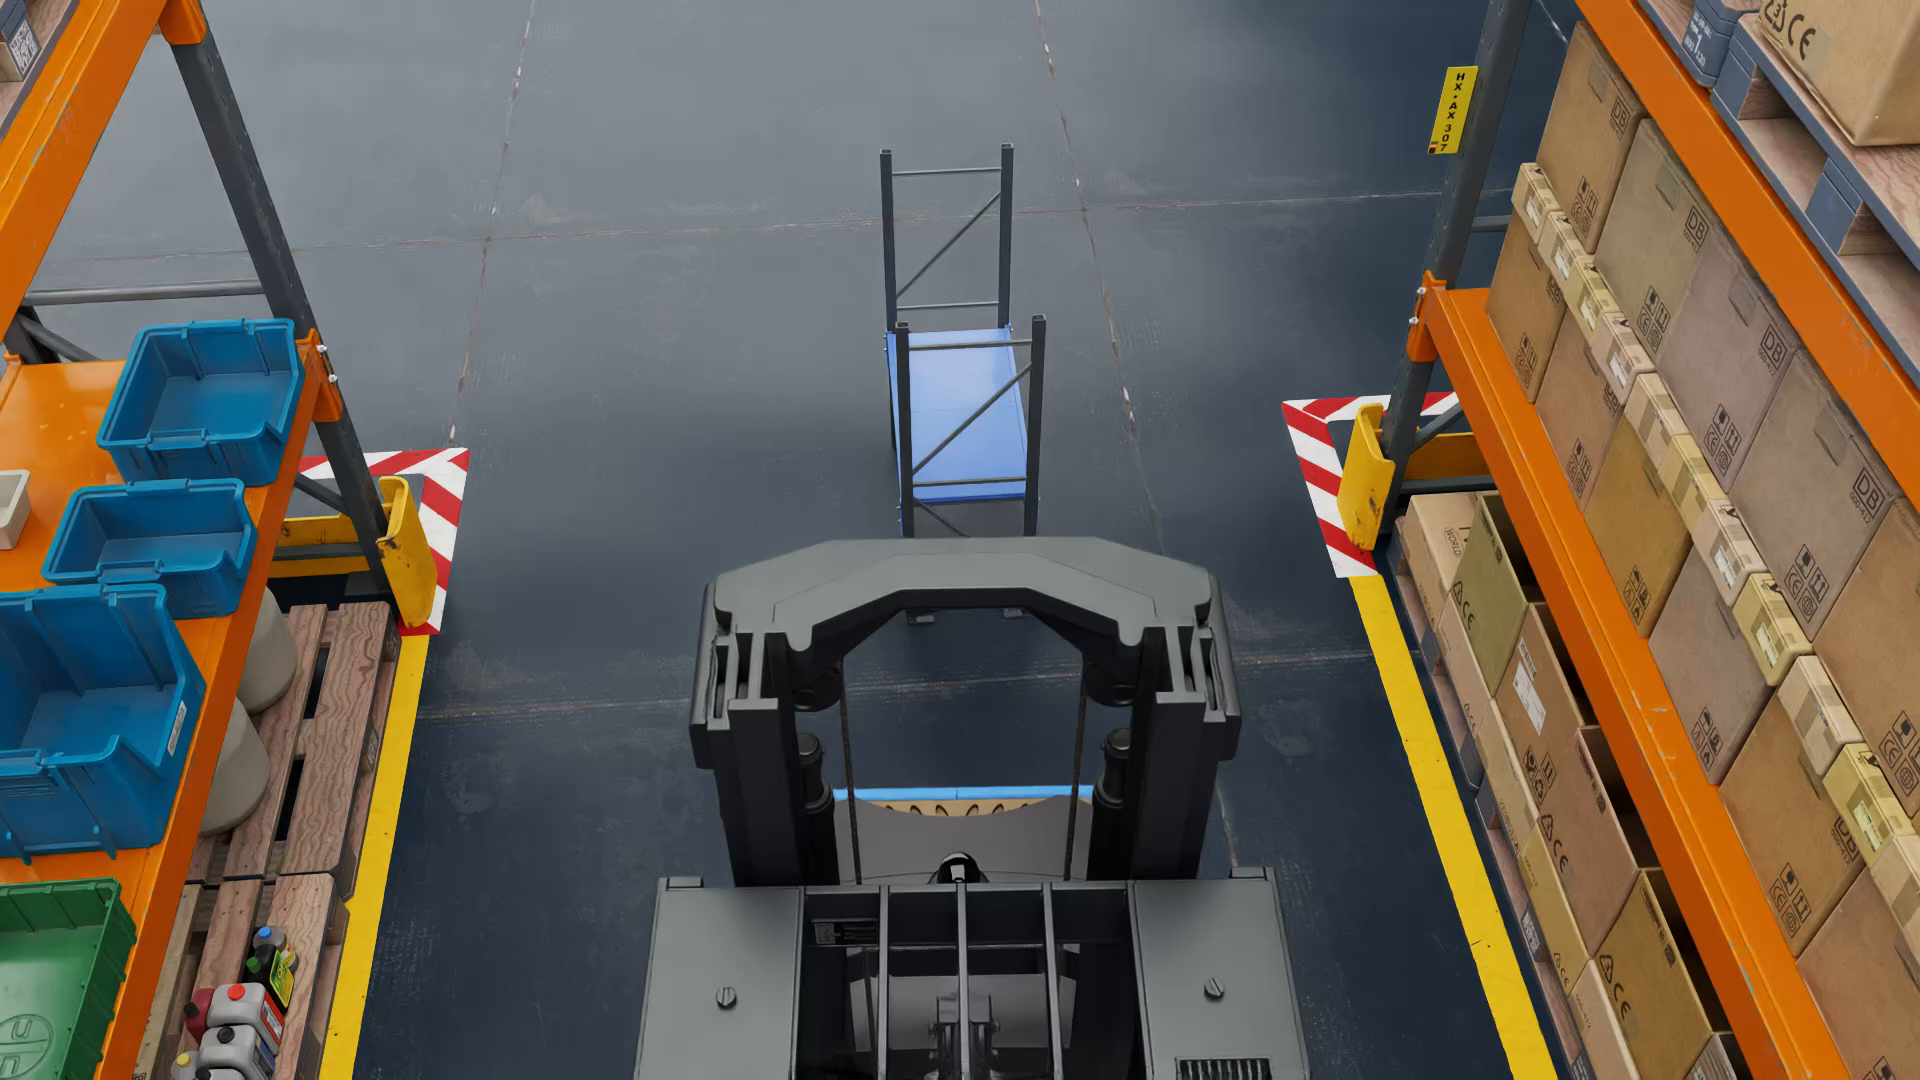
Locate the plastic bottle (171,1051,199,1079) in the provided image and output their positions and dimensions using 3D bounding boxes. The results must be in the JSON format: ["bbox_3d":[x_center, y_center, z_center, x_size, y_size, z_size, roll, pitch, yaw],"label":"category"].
[{"bbox_3d":[-2.275,1.589,4.940,0.097,0.201,0.097,0,47,0],"label":"plastic bottle"}]

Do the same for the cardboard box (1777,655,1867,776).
[{"bbox_3d":[2.182,0.406,3.920,0.380,0.149,0.250,-2,47,-2],"label":"cardboard box"}]

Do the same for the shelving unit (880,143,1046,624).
[{"bbox_3d":[-0.007,-0.577,6.400,0.538,1.500,1.048,-3,47,-3],"label":"shelving unit"}]

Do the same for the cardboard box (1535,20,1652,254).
[{"bbox_3d":[2.219,-1.232,5.025,0.700,0.500,0.500,-3,47,-3],"label":"cardboard box"}]

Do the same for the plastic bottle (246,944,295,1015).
[{"bbox_3d":[-2.130,1.338,5.121,0.061,0.283,0.133,-2,47,-2],"label":"plastic bottle"}]

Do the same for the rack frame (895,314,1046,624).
[{"bbox_3d":[0.035,-0.210,6.052,0.500,1.500,0.032,-3,47,-3],"label":"rack frame"}]

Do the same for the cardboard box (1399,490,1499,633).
[{"bbox_3d":[2.011,0.074,6.355,0.500,0.250,0.500,-3,47,-3],"label":"cardboard box"}]

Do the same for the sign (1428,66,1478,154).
[{"bbox_3d":[1.635,-1.424,5.518,0.100,0.325,0.005,-3,47,-3],"label":"sign"}]

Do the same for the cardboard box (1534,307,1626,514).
[{"bbox_3d":[2.263,-0.444,5.173,0.700,0.500,0.500,-2,47,-2],"label":"cardboard box"}]

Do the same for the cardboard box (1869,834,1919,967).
[{"bbox_3d":[2.221,0.766,3.579,0.380,0.149,0.250,-4,47,-3],"label":"cardboard box"}]

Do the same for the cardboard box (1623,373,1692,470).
[{"bbox_3d":[2.094,-0.342,4.629,0.380,0.149,0.250,-5,47,-5],"label":"cardboard box"}]

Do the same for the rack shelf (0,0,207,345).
[{"bbox_3d":[-2.581,-0.167,3.408,1.077,0.370,4.000,-3,47,-3],"label":"rack shelf"}]

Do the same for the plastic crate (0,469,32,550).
[{"bbox_3d":[-2.994,-0.072,5.070,0.298,0.136,0.250,-3,47,-3],"label":"plastic crate"}]

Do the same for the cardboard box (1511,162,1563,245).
[{"bbox_3d":[2.006,-1.089,5.336,0.380,0.149,0.250,-4,47,-4],"label":"cardboard box"}]

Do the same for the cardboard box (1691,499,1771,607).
[{"bbox_3d":[2.134,0.024,4.283,0.380,0.149,0.250,-3,47,-3],"label":"cardboard box"}]

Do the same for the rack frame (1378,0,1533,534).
[{"bbox_3d":[2.188,-1.128,5.889,1.000,3.000,0.127,-3,47,-3],"label":"rack frame"}]

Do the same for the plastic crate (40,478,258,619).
[{"bbox_3d":[-2.359,0.035,4.889,0.499,0.251,0.408,-3,47,-3],"label":"plastic crate"}]

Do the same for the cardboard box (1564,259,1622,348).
[{"bbox_3d":[2.051,-0.717,4.984,0.380,0.149,0.250,-3,47,-3],"label":"cardboard box"}]

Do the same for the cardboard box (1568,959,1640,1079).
[{"bbox_3d":[2.178,1.522,4.984,0.500,0.250,0.500,-3,47,-3],"label":"cardboard box"}]

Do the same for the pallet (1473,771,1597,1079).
[{"bbox_3d":[2.393,1.262,5.546,1.003,0.211,1.213,-3,47,-3],"label":"pallet"}]

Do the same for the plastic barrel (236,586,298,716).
[{"bbox_3d":[-2.617,0.353,5.911,0.421,0.512,0.421,0,47,0],"label":"plastic barrel"}]

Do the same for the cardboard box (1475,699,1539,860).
[{"bbox_3d":[2.098,0.798,5.670,0.500,0.250,0.500,-3,47,-3],"label":"cardboard box"}]

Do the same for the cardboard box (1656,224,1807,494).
[{"bbox_3d":[2.311,-0.487,4.319,0.700,0.500,0.500,-3,47,-3],"label":"cardboard box"}]

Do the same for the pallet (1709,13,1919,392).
[{"bbox_3d":[2.327,-0.731,3.508,1.003,0.211,1.213,-3,47,-3],"label":"pallet"}]

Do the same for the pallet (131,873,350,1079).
[{"bbox_3d":[-2.533,1.650,5.179,1.003,0.211,1.213,-3,47,-3],"label":"pallet"}]

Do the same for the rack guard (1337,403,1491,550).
[{"bbox_3d":[2.186,-0.286,6.813,1.175,0.500,0.348,-3,47,-3],"label":"rack guard"}]

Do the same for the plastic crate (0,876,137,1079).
[{"bbox_3d":[-2.246,1.138,3.889,0.450,0.188,0.662,-3,47,-3],"label":"plastic crate"}]

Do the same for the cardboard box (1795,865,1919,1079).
[{"bbox_3d":[2.429,1.030,3.777,0.700,0.500,0.500,-4,47,-4],"label":"cardboard box"}]

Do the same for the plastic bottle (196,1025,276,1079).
[{"bbox_3d":[-2.152,1.542,4.933,0.152,0.276,0.135,-5,47,-4],"label":"plastic bottle"}]

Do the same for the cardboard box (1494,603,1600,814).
[{"bbox_3d":[2.110,0.539,5.398,0.500,0.500,0.500,-3,47,-3],"label":"cardboard box"}]

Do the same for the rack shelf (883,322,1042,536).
[{"bbox_3d":[-0.007,-0.454,6.531,0.538,0.185,1.000,-3,47,-3],"label":"rack shelf"}]

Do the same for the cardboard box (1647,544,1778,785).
[{"bbox_3d":[2.347,0.296,4.471,0.700,0.500,0.500,-2,47,-2],"label":"cardboard box"}]

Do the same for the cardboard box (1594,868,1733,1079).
[{"bbox_3d":[2.191,1.263,4.713,0.500,0.500,0.500,-3,47,-3],"label":"cardboard box"}]

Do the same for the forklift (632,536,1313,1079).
[{"bbox_3d":[0.019,1.508,3.440,1.130,2.935,3.031,-1,47,-1],"label":"forklift"}]

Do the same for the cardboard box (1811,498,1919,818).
[{"bbox_3d":[2.395,0.237,3.634,0.700,0.500,0.500,-4,47,-3],"label":"cardboard box"}]
